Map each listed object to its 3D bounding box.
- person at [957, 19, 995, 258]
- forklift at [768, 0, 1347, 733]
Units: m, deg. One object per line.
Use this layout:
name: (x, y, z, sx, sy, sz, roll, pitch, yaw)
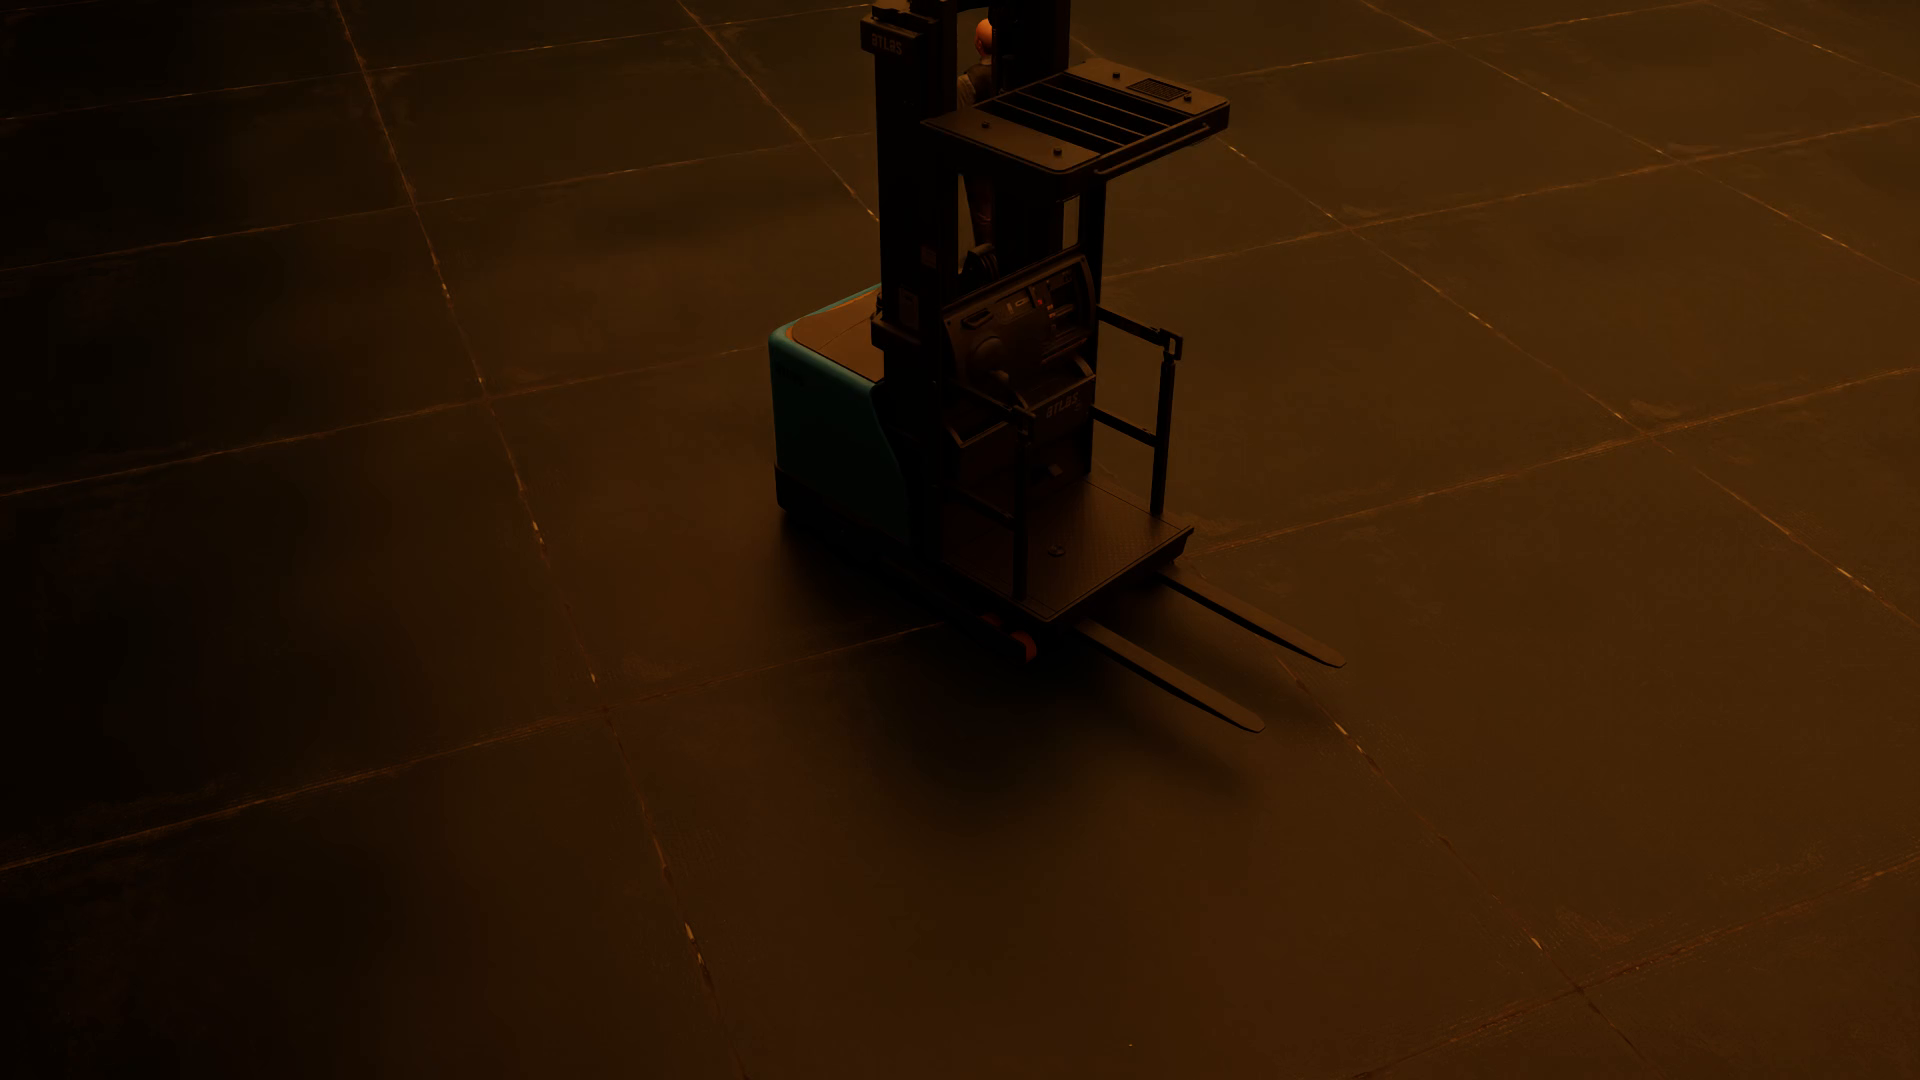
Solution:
person: (0.178, -2.527, 10.683, 0.631, 1.720, 0.569, -13, 37, -18)
forklift: (0.432, -0.946, 7.429, 3.031, 2.935, 1.130, 30, 45, 35)
